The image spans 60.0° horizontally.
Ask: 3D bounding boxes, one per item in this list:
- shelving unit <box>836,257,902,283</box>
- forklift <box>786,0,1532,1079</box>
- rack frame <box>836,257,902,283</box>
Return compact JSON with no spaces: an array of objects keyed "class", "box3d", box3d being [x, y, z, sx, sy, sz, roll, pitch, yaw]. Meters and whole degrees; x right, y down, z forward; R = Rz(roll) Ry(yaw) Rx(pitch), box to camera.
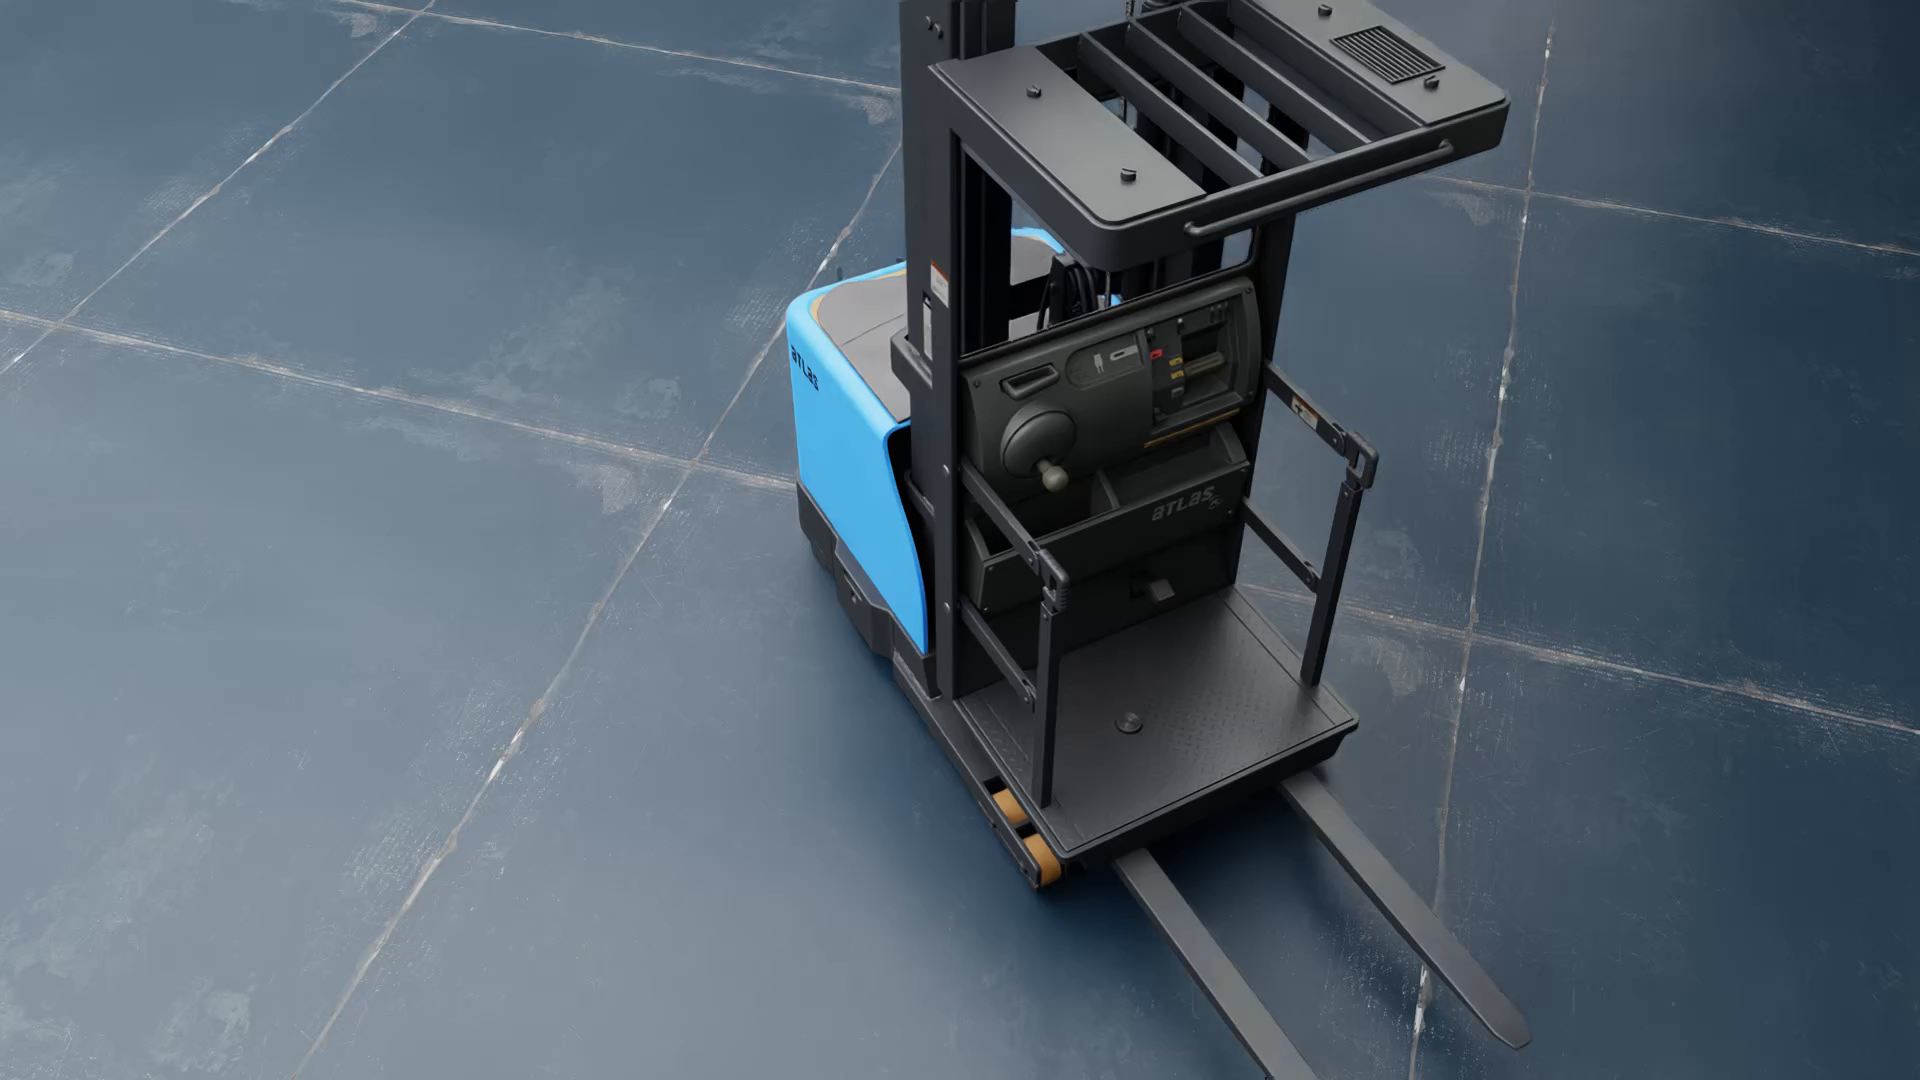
[{"class":"shelving unit","box3d":[-0.303,-0.609,6.229,0.258,0.900,0.210,-10,45,-10]},{"class":"forklift","box3d":[0.547,-0.342,4.504,1.130,2.935,3.031,-21,48,-20]},{"class":"rack frame","box3d":[-0.328,-0.678,6.299,0.240,0.900,0.006,-10,45,-10]}]
